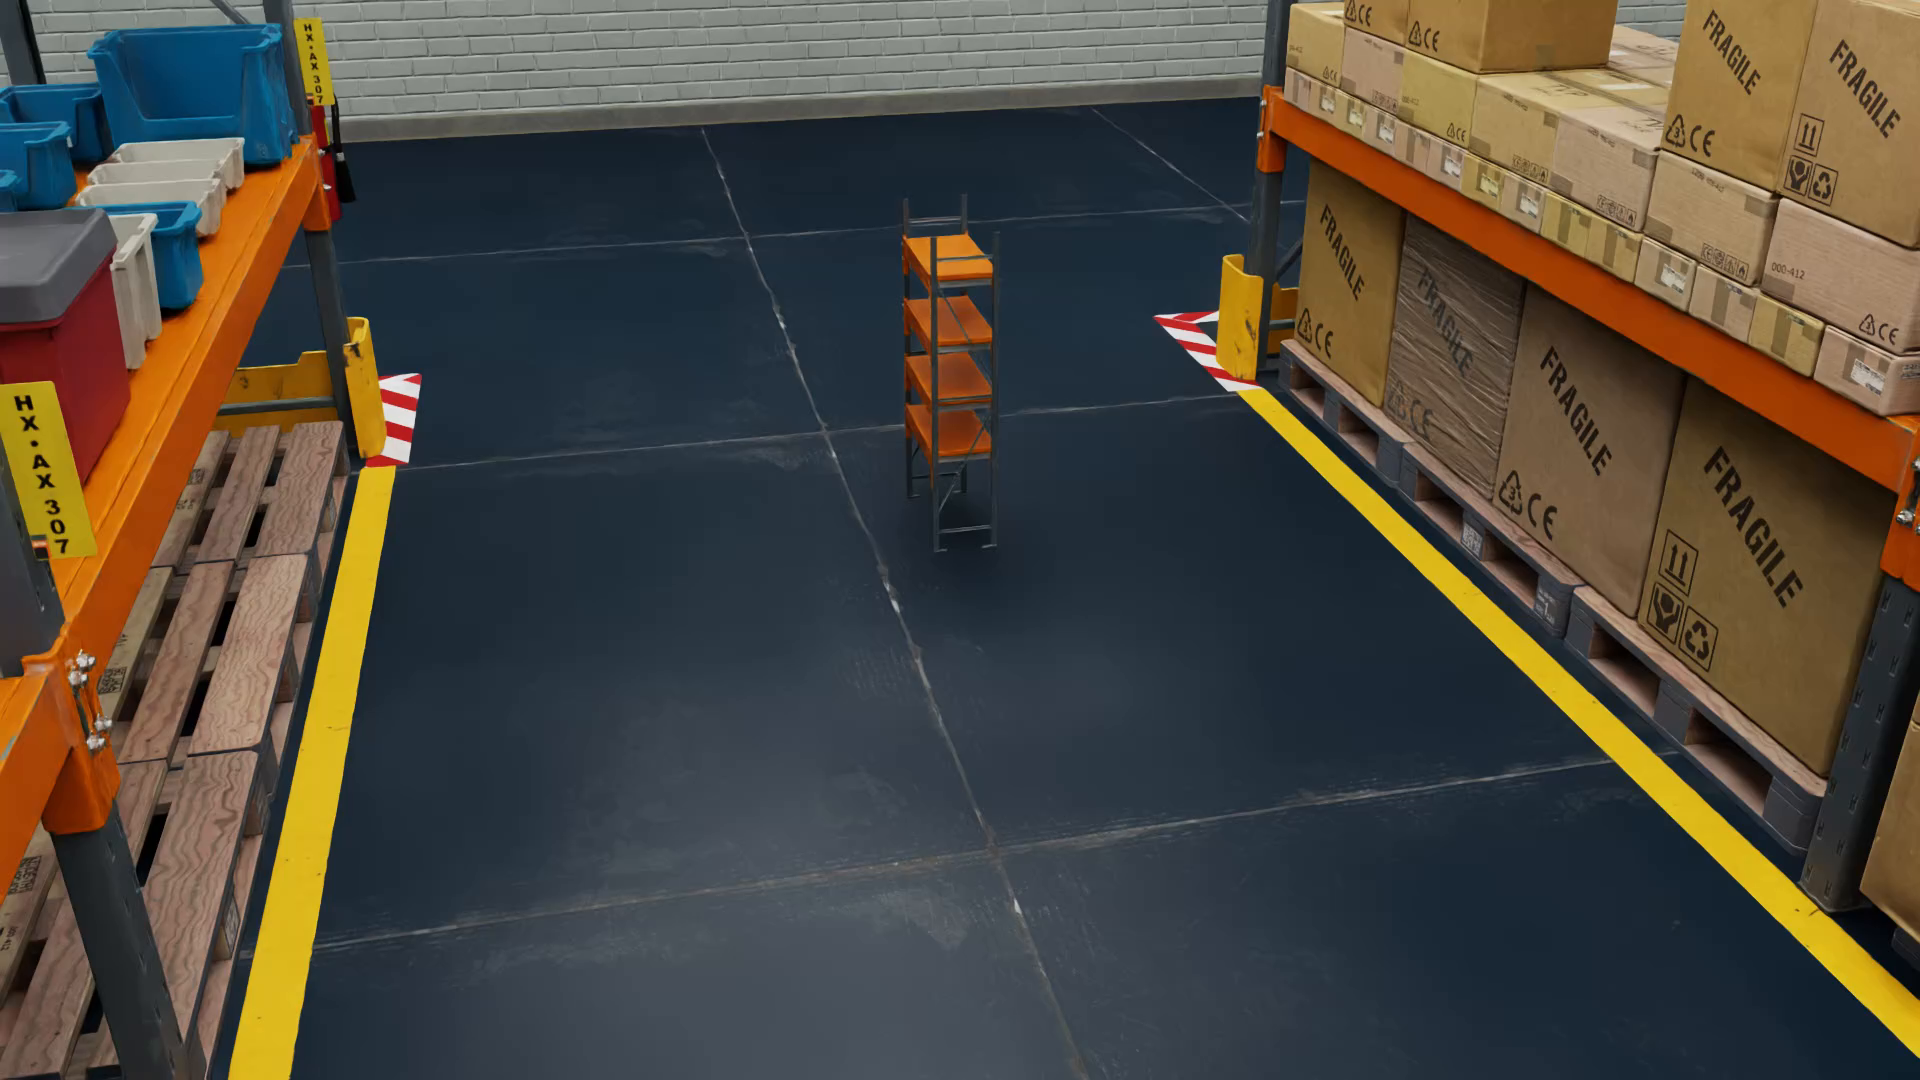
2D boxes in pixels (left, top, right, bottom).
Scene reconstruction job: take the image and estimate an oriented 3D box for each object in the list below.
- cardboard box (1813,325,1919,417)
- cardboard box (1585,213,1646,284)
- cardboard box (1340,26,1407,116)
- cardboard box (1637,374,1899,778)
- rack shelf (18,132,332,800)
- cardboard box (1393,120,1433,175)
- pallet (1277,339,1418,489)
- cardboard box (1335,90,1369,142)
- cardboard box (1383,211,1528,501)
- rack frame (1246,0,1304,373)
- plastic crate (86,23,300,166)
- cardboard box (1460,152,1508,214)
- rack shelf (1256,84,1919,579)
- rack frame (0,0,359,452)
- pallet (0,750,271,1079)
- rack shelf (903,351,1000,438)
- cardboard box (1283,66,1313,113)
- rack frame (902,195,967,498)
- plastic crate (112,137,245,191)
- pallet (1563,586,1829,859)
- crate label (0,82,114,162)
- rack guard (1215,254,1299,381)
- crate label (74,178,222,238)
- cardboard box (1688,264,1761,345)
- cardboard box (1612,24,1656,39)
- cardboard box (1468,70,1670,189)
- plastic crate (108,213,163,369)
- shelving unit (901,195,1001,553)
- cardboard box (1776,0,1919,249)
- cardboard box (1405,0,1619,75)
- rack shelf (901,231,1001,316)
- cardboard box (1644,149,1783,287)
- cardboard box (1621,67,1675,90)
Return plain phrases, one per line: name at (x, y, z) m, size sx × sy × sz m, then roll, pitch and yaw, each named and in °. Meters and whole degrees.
cardboard box at (2.337, -0.428, 4.048) m, size 0.380 × 0.149 × 0.250 m, roll -6°, pitch 27°, yaw -11°
cardboard box at (2.105, -0.880, 4.943) m, size 0.380 × 0.149 × 0.250 m, roll -5°, pitch 27°, yaw -11°
cardboard box at (1.792, -1.796, 6.315) m, size 0.500 × 0.250 × 0.500 m, roll -6°, pitch 27°, yaw -12°
cardboard box at (2.654, 0.024, 4.766) m, size 0.875 × 0.875 × 0.875 m, roll -6°, pitch 27°, yaw -12°
rack shelf at (-2.551, -0.493, 4.697) m, size 1.077 × 0.370 × 4.000 m, roll -6°, pitch 27°, yaw -12°
cardboard box at (1.815, -1.443, 6.059) m, size 0.380 × 0.149 × 0.250 m, roll -6°, pitch 27°, yaw -13°
pallet at (2.080, -0.608, 7.220) m, size 1.003 × 0.211 × 1.213 m, roll -6°, pitch 27°, yaw -12°
cardboard box at (1.699, -1.669, 6.507) m, size 0.380 × 0.149 × 0.250 m, roll -7°, pitch 28°, yaw -13°
cardboard box at (2.251, -0.762, 6.323) m, size 0.875 × 0.875 × 0.875 m, roll -6°, pitch 27°, yaw -12°
rack frame at (1.823, -2.196, 7.271) m, size 1.000 × 3.000 × 0.127 m, roll -6°, pitch 27°, yaw -12°
plastic crate at (-2.745, -1.607, 5.999) m, size 0.616 × 0.435 × 0.499 m, roll -6°, pitch 27°, yaw -12°
cardboard box at (1.930, -1.219, 5.615) m, size 0.380 × 0.149 × 0.250 m, roll -7°, pitch 28°, yaw -13°
rack shelf at (2.274, -0.996, 5.694) m, size 1.077 × 0.370 × 4.000 m, roll -6°, pitch 27°, yaw -12°
rack frame at (-3.002, -1.693, 6.274) m, size 1.000 × 3.000 × 0.127 m, roll -6°, pitch 27°, yaw -12°
pallet at (-2.304, 0.989, 4.055) m, size 1.003 × 0.211 × 1.213 m, roll -6°, pitch 27°, yaw -12°
rack shelf at (-0.037, -0.548, 6.154) m, size 0.258 × 0.148 × 0.480 m, roll -6°, pitch 27°, yaw -12°
cardboard box at (1.582, -1.894, 6.952) m, size 0.380 × 0.149 × 0.250 m, roll -6°, pitch 27°, yaw -11°
rack frame at (-0.092, -0.715, 6.336) m, size 0.240 × 1.200 × 0.015 m, roll -6°, pitch 27°, yaw -12°
plastic crate at (-2.642, -1.262, 5.648) m, size 0.396 × 0.136 × 0.243 m, roll -6°, pitch 27°, yaw -12°
pallet at (2.630, 0.464, 5.097) m, size 1.003 × 0.211 × 1.213 m, roll -6°, pitch 27°, yaw -12°
crate label at (-3.267, -1.503, 6.018) m, size 0.416 × 0.233 × 0.303 m, roll -6°, pitch 27°, yaw -12°
rack guard at (1.818, -1.090, 7.855) m, size 1.175 × 0.500 × 0.348 m, roll -6°, pitch 27°, yaw -12°
crate label at (-2.504, -1.014, 5.155) m, size 0.396 × 0.136 × 0.243 m, roll -6°, pitch 27°, yaw -12°
cardboard box at (2.221, -0.654, 4.495) m, size 0.380 × 0.149 × 0.250 m, roll -6°, pitch 27°, yaw -12°
cardboard box at (2.305, -1.853, 6.428) m, size 0.500 × 0.250 × 0.500 m, roll -6°, pitch 27°, yaw -12°
cardboard box at (2.024, -1.346, 5.425) m, size 0.500 × 0.250 × 0.500 m, roll -6°, pitch 27°, yaw -13°
plastic crate at (-2.265, -0.600, 4.174) m, size 0.437 × 0.282 × 0.530 m, roll -6°, pitch 27°, yaw -12°
shelving unit at (-0.037, -0.608, 6.124) m, size 0.258 × 1.200 × 0.503 m, roll -6°, pitch 27°, yaw -12°
cardboard box at (2.361, -1.015, 3.936) m, size 0.500 × 0.500 × 0.500 m, roll -5°, pitch 27°, yaw -10°
cardboard box at (1.904, -1.912, 5.713) m, size 0.500 × 0.500 × 0.500 m, roll -7°, pitch 28°, yaw -13°
rack shelf at (-0.037, -0.959, 5.947) m, size 0.258 × 0.148 × 0.480 m, roll -6°, pitch 27°, yaw -12°
cardboard box at (2.251, -0.899, 4.539) m, size 0.500 × 0.250 × 0.500 m, roll -5°, pitch 27°, yaw -10°
cardboard box at (2.541, -1.401, 5.533) m, size 0.500 × 0.250 × 0.500 m, roll -6°, pitch 27°, yaw -12°
